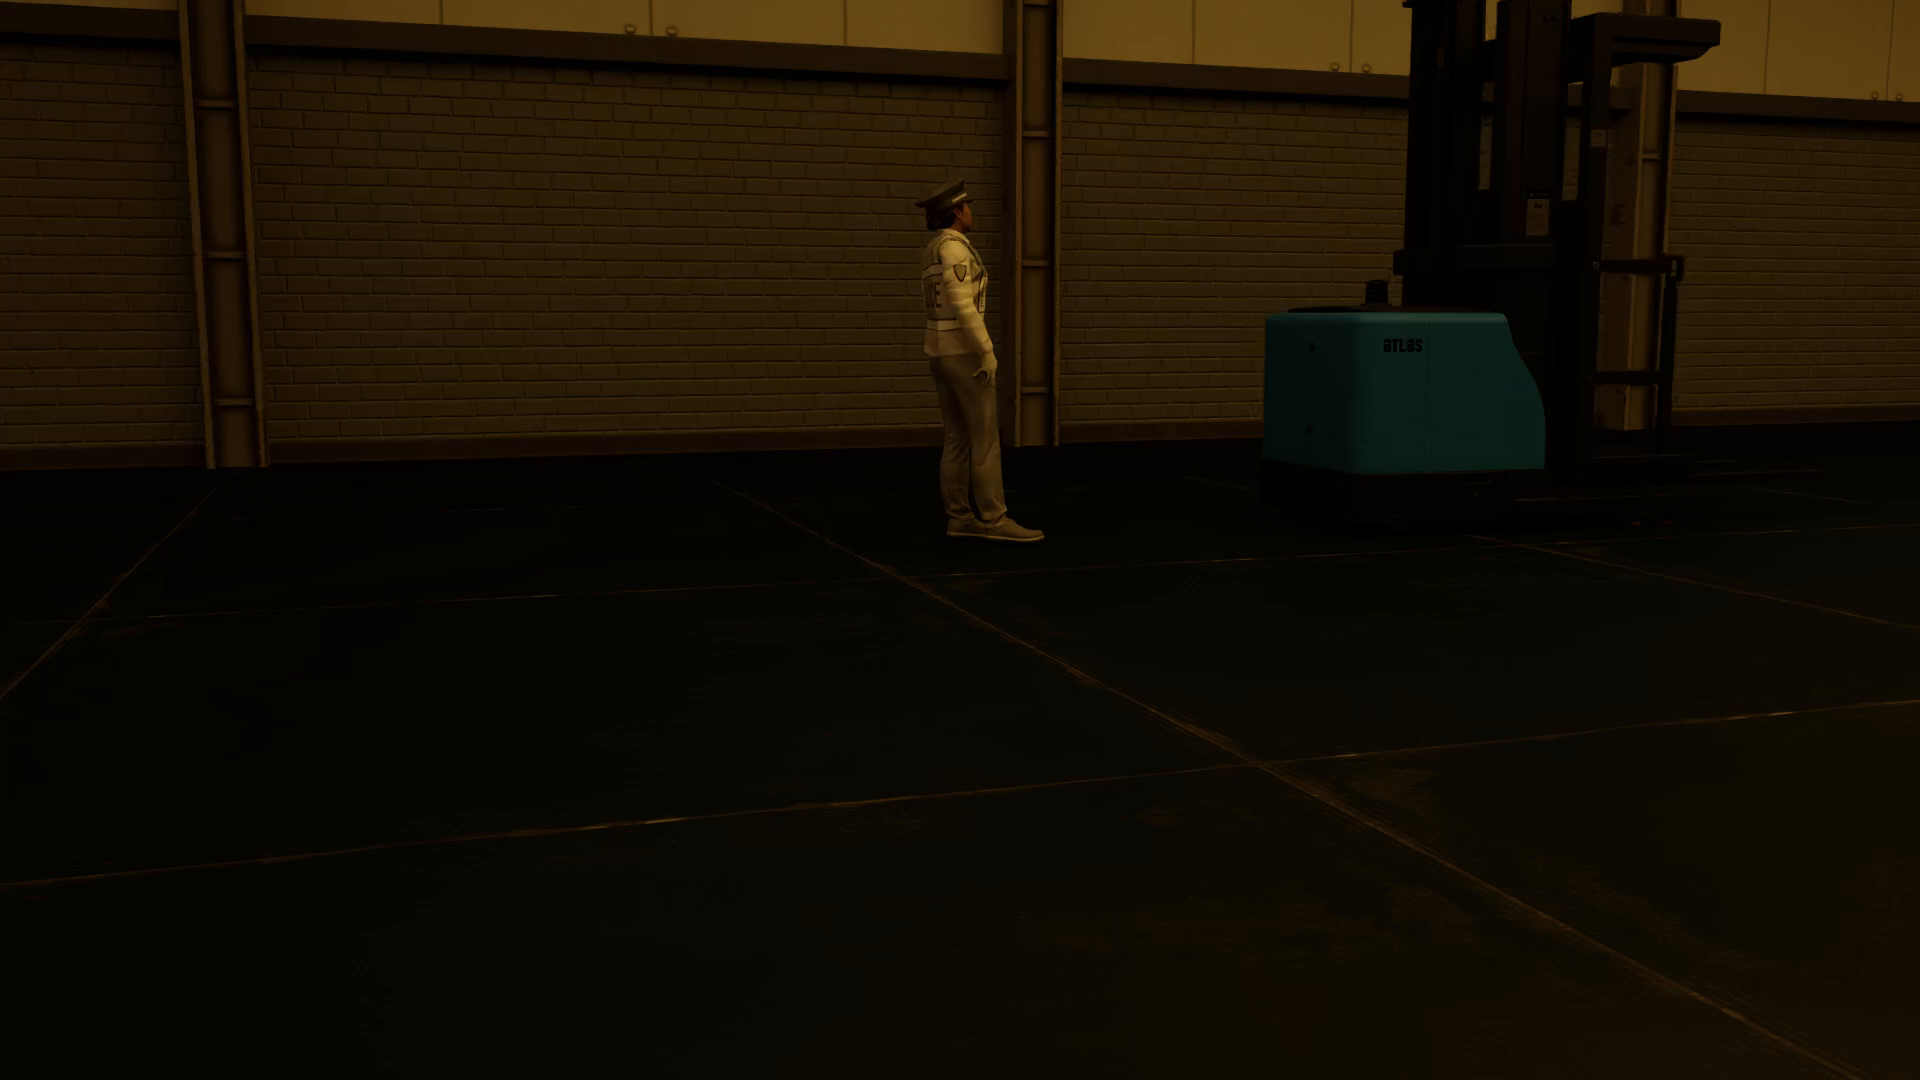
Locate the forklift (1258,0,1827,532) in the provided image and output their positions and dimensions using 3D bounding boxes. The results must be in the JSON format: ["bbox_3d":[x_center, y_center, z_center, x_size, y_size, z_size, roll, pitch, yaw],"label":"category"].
[{"bbox_3d":[3.160,-1.583,8.686,3.031,2.935,1.130,-3,8,-18],"label":"forklift"}]

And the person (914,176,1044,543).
[{"bbox_3d":[0.066,-0.849,7.824,0.534,1.696,0.587,-3,8,-18],"label":"person"}]
